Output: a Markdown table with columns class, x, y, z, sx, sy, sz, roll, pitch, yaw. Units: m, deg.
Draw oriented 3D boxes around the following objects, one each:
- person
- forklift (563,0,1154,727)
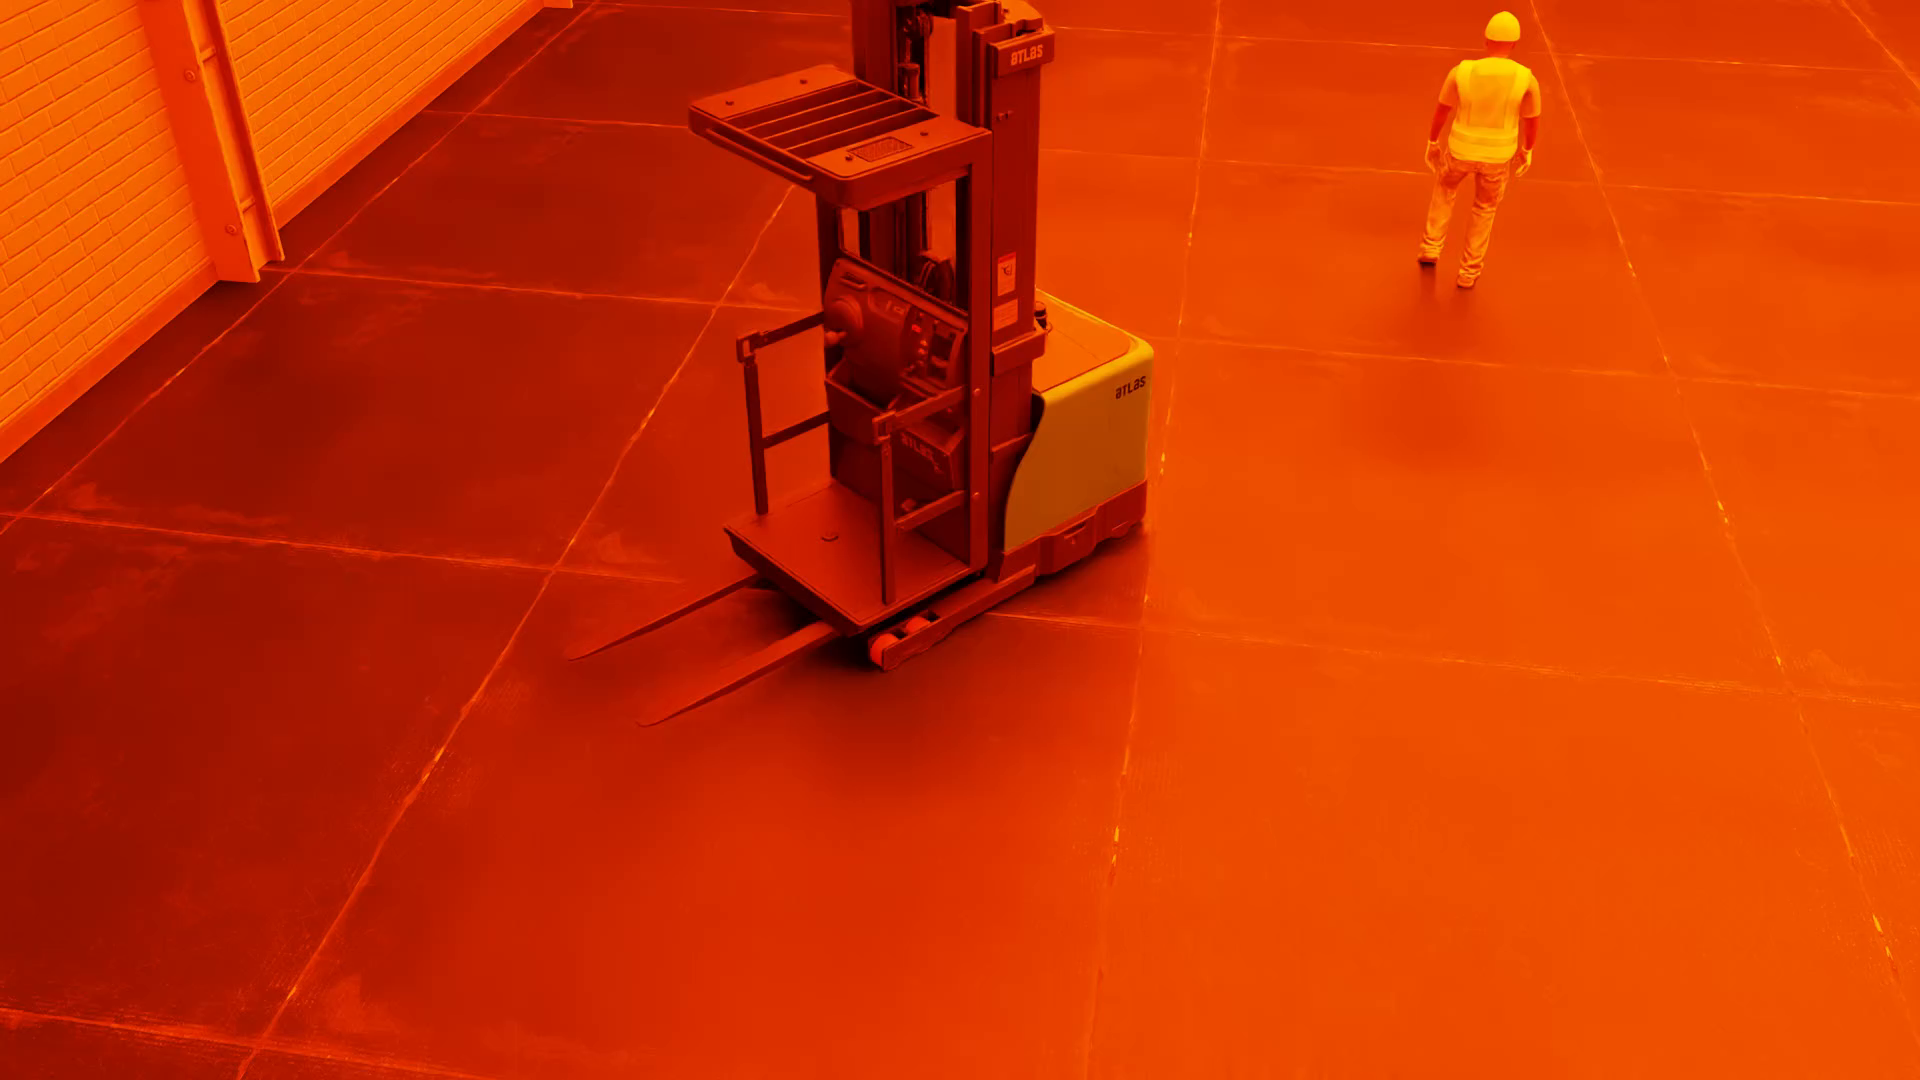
| class | x | y | z | sx | sy | sz | roll | pitch | yaw |
| --- | --- | --- | --- | --- | --- | --- | --- | --- | --- |
| person | 3.389 | -2.530 | 10.848 | 0.659 | 1.827 | 0.503 | 11 | 37 | 16 |
| forklift | -0.460 | -0.931 | 7.489 | 3.031 | 2.935 | 1.130 | -27 | 43 | -33 |
